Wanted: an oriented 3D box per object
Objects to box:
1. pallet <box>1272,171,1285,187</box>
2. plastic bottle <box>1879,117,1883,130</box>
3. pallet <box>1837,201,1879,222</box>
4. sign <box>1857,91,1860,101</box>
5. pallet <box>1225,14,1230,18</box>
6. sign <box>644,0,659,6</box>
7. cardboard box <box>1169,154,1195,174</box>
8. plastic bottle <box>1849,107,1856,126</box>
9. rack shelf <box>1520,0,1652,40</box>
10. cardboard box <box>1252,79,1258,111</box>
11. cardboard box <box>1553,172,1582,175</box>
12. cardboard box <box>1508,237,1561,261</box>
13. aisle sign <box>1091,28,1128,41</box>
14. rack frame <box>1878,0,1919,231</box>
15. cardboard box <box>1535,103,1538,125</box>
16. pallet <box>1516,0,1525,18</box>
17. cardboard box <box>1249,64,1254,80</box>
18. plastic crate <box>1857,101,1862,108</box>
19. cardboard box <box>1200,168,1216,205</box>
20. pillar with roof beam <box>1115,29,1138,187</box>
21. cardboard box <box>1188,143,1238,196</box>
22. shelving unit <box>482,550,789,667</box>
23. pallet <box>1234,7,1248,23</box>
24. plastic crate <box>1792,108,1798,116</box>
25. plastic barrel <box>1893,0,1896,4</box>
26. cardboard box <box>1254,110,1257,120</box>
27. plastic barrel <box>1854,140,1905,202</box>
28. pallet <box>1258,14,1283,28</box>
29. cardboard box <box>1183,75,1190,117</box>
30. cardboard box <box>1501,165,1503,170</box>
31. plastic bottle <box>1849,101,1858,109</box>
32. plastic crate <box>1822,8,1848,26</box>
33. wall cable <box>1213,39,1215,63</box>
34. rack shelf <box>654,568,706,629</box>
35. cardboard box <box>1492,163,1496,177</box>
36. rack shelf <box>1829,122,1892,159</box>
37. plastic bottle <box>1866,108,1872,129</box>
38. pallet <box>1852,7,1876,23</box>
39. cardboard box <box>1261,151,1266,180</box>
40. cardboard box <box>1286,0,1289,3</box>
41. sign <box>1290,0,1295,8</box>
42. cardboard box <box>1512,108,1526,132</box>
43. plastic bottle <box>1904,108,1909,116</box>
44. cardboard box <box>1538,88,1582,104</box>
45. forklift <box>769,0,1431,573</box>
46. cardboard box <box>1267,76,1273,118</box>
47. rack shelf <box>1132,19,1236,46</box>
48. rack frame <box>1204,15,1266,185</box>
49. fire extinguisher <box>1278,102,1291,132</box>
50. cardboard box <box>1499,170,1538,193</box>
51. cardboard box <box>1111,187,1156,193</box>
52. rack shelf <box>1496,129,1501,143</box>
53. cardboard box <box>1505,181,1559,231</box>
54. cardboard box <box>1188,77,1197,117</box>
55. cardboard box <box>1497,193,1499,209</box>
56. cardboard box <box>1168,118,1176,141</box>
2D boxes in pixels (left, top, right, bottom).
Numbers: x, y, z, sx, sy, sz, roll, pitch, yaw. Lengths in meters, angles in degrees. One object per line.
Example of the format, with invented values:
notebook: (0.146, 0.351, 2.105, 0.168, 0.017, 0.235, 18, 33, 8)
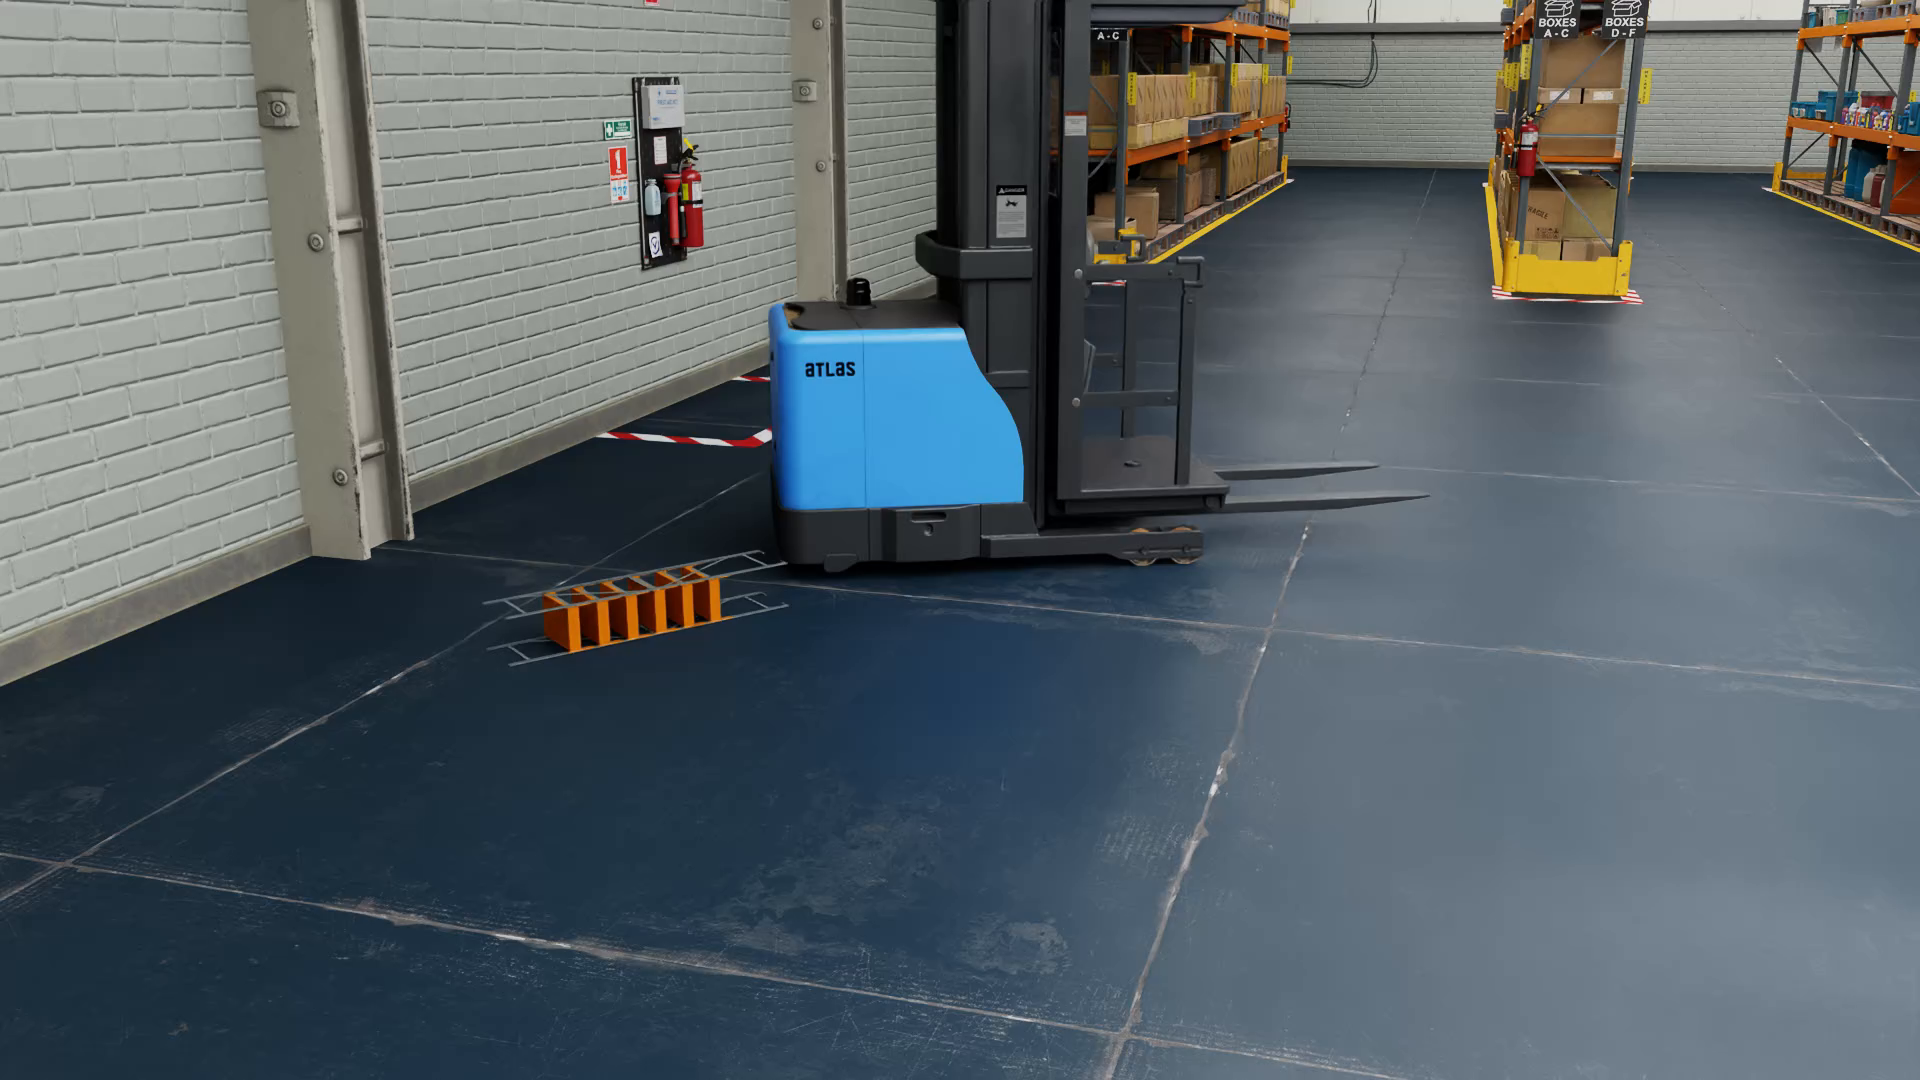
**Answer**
pallet: (5.654, -6.933, 31.887, 1.003, 0.211, 1.213, 5, 16, 16)
plastic bottle: (12.936, -5.838, 23.279, 0.097, 0.201, 0.097, 0, 16, 0)
pallet: (13.564, -4.815, 24.419, 1.003, 0.211, 1.213, 5, 16, 16)
sign: (15.837, -7.762, 29.399, 0.100, 0.325, 0.005, 5, 16, 16)
pallet: (2.965, -7.128, 22.311, 1.213, 0.211, 1.003, 5, 16, 16)
sign: (-1.913, -3.462, 10.290, 0.001, 0.298, 0.199, 5, 16, 16)
cardboard box: (3.014, -5.296, 23.403, 0.500, 0.250, 0.500, 5, 16, 16)
plastic bottle: (13.508, -6.398, 25.125, 0.097, 0.271, 0.097, 0, 16, 0)
rack shelf: (6.578, -5.541, 17.690, 1.077, 0.370, 4.000, 5, 16, 16)
cardboard box: (4.644, -7.370, 27.551, 0.500, 0.500, 0.500, 5, 17, 16)
cardboard box: (8.229, -4.871, 22.746, 0.500, 0.311, 0.500, 4, 16, 15)
cardboard box: (5.879, -2.964, 17.050, 0.500, 0.250, 0.500, 5, 16, 16)
aisle sign: (1.526, -5.513, 17.004, 0.394, 0.787, 0.004, 5, 16, 16)
rack frame: (13.031, -5.629, 22.178, 1.000, 3.000, 0.127, 5, 16, 16)
cardboard box: (6.592, -4.496, 17.999, 0.700, 0.500, 0.500, 5, 17, 18)
pallet: (8.176, -7.182, 22.502, 1.213, 0.211, 1.003, 5, 17, 18)
cardboard box: (4.482, -7.597, 26.977, 0.500, 0.250, 0.500, 5, 17, 17)
plastic crate: (14.778, -7.033, 27.234, 0.437, 0.282, 0.530, 5, 16, 16)
cardboard box: (3.378, -5.214, 24.489, 0.700, 0.500, 0.500, 5, 17, 17)
pillar with roof beam: (6.461, -8.677, 21.928, 9.100, 9.000, 0.400, 5, 16, 16)
cardboard box: (3.867, -5.747, 25.765, 0.750, 0.750, 0.750, 4, 16, 15)
shelving unit: (-1.258, 0.256, 6.573, 1.200, 0.189, 0.258, -11, 19, -35)
pallet: (3.665, -7.922, 25.112, 1.213, 0.211, 1.003, 5, 17, 18)
plastic crate: (14.748, -7.507, 29.174, 0.250, 0.136, 0.298, 5, 16, 16)
plastic barrel: (14.103, -8.157, 24.478, 0.600, 0.588, 0.600, 0, 16, 0)
cardboard box: (4.796, -7.154, 27.979, 0.380, 0.149, 0.250, 5, 17, 17)
plastic barrel: (13.796, -5.542, 24.946, 0.600, 0.901, 0.708, 5, 16, 16)
pallet: (5.260, -9.376, 30.052, 1.003, 0.211, 1.213, 5, 16, 16)
cardboard box: (2.558, -5.501, 20.592, 0.500, 0.500, 0.500, 5, 16, 16)
cardboard box: (8.471, -5.421, 25.221, 0.500, 0.500, 0.500, 4, 16, 14)
plastic bottle: (13.746, -6.574, 25.601, 0.144, 0.351, 0.185, 5, 16, 16)
plastic crate: (14.379, -8.552, 27.204, 0.437, 0.282, 0.530, 5, 16, 16)
wall cable: (5.263, -9.387, 33.567, 0.084, 1.984, 1.851, 5, 16, 16)
rack shelf: (-1.127, 0.229, 6.668, 0.103, 0.180, 0.258, -11, 19, -35)
cardboard box: (9.988, -6.745, 30.345, 0.500, 0.250, 0.500, 5, 16, 16)
rack shelf: (13.599, -5.806, 24.121, 1.077, 0.370, 4.000, 5, 16, 16)
plastic bottle: (13.152, -6.094, 24.032, 0.061, 0.283, 0.133, 5, 16, 16)
pallet: (14.039, -7.815, 24.734, 1.213, 0.211, 1.003, 5, 16, 16)
cardboard box: (5.126, -6.762, 29.984, 0.700, 0.500, 0.500, 4, 16, 15)
cardboard box: (5.860, -10.259, 30.954, 0.500, 0.500, 0.500, 5, 16, 16)
sign: (6.322, -10.276, 31.585, 0.100, 0.325, 0.005, 5, 16, 16)
cardboard box: (7.843, -5.752, 22.776, 0.500, 0.311, 0.500, 4, 16, 15)
plastic bottle: (13.955, -6.228, 24.524, 0.097, 0.271, 0.097, 0, 16, 0)
cardboard box: (5.935, -4.396, 16.459, 0.380, 0.149, 0.250, 4, 16, 15)
forklift: (0.650, -1.433, 7.511, 3.031, 2.935, 1.130, -2, 16, -8)
cardboard box: (5.052, -7.919, 29.703, 0.980, 0.700, 0.700, 4, 16, 14)
rack shelf: (2.964, -6.971, 22.731, 1.077, 0.370, 4.000, 5, 16, 16)
rack frame: (4.669, -7.444, 28.576, 1.000, 3.000, 0.127, 5, 16, 16)
fire extinguisher: (6.291, -8.277, 32.340, 0.296, 0.674, 0.183, 5, 16, 16)
cardboard box: (7.853, -5.049, 23.374, 0.500, 0.311, 0.500, 5, 17, 18)
cardboard box: (2.139, -4.085, 20.510, 0.500, 0.500, 0.500, 3, 16, 12)
rack shelf: (9.988, -7.238, 29.168, 1.077, 0.370, 4.000, 5, 16, 16)
cardboard box: (6.147, -3.587, 17.875, 0.500, 0.500, 0.500, 5, 16, 16)
cardboard box: (2.739, -5.887, 22.097, 0.700, 0.500, 0.500, 6, 17, 22)
cardboard box: (7.853, -4.779, 23.451, 0.500, 0.250, 0.500, 5, 16, 16)
cardboard box: (2.274, -4.878, 19.770, 0.500, 0.250, 0.500, 5, 16, 16)
